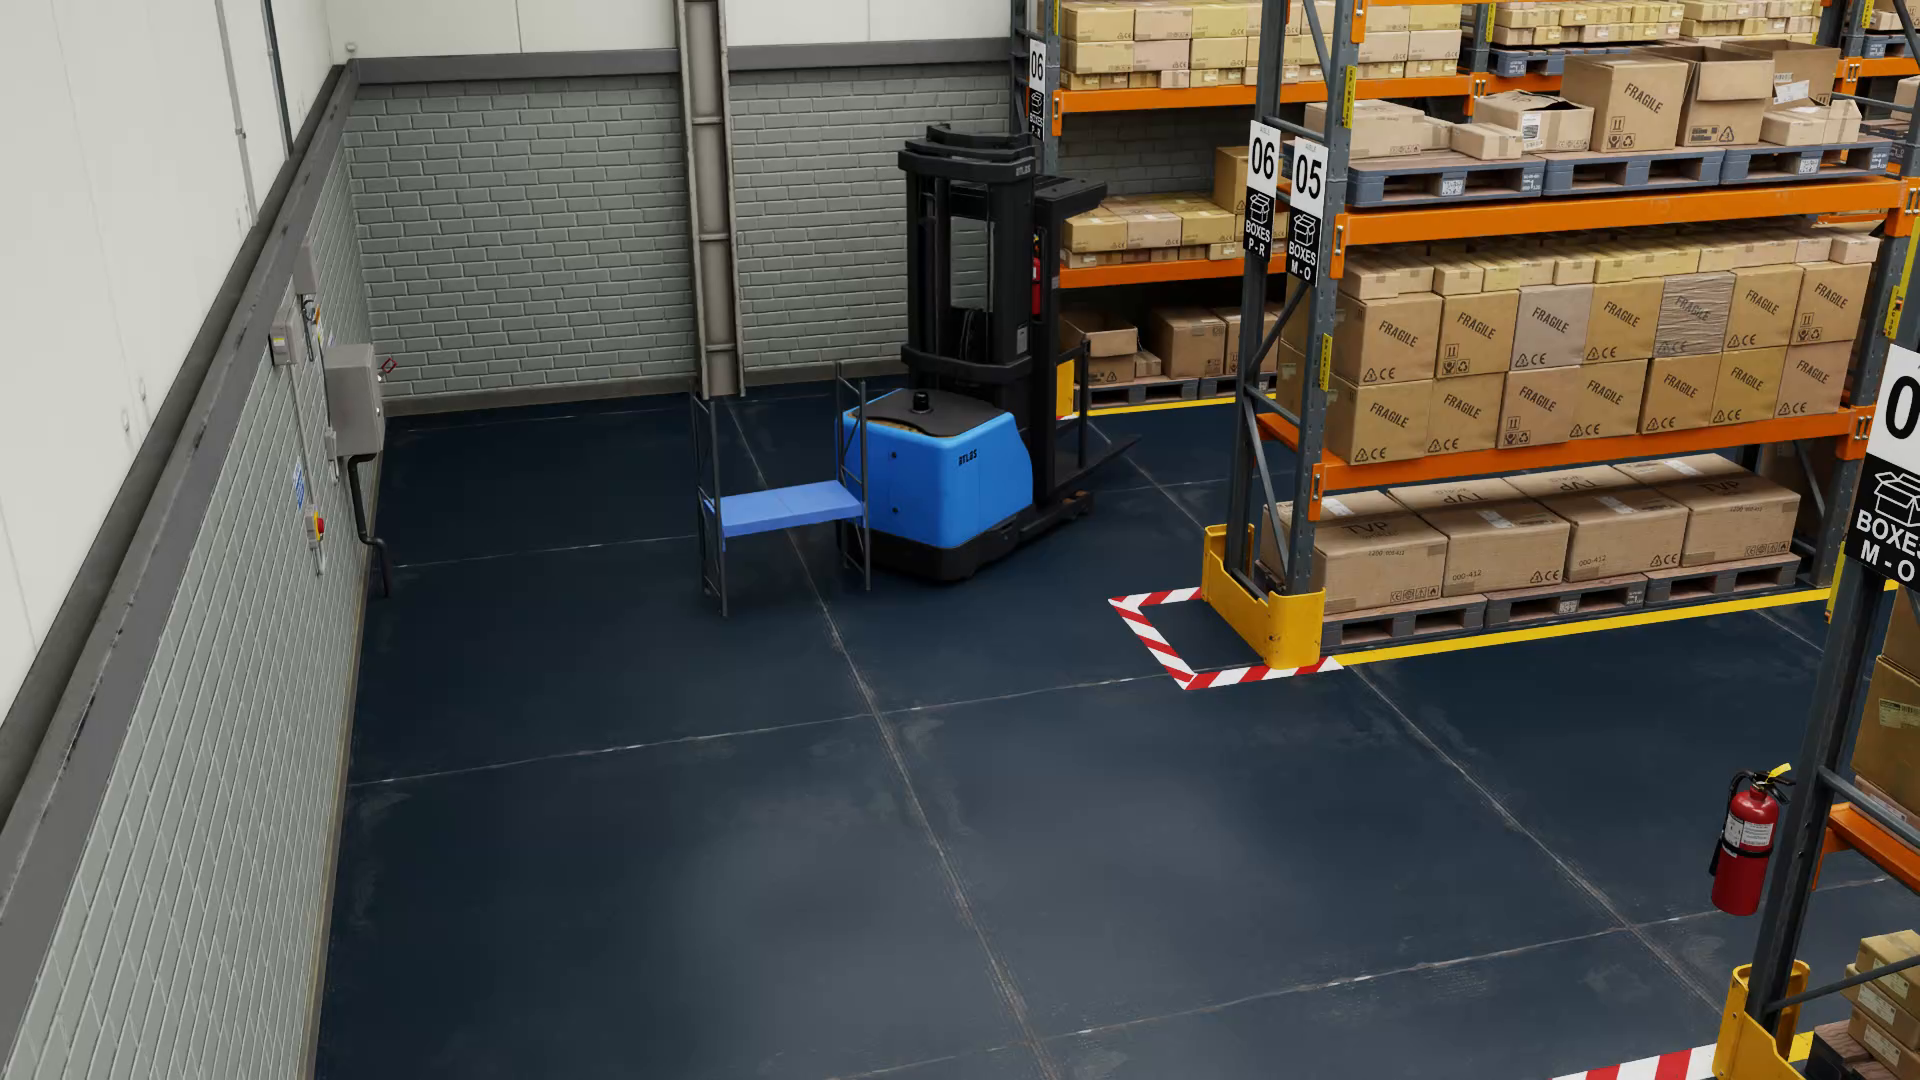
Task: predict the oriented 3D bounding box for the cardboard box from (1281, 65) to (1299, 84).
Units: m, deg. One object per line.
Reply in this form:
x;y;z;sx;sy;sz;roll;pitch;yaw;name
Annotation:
2.741;-4.053;14.407;0.250;0.149;0.380;-6;24;-13;cardboard box

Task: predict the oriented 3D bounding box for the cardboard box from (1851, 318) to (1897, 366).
6.326;-1.332;11.107;0.500;0.250;0.500;-7;24;-16;cardboard box

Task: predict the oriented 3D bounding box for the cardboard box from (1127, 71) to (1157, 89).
1.497;-3.957;14.183;0.250;0.149;0.380;-6;24;-14;cardboard box

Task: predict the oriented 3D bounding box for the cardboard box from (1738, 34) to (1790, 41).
7.421;-4.651;15.671;0.500;0.250;0.500;-6;24;-14;cardboard box

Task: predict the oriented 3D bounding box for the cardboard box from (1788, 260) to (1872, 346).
5.446;-1.582;10.738;0.500;0.500;0.500;-7;24;-15;cardboard box

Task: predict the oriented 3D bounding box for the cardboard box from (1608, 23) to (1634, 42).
5.860;-4.608;15.041;0.250;0.149;0.380;-7;24;-15;cardboard box

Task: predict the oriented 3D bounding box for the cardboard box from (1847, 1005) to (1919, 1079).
3.860;2.045;6.763;0.250;0.149;0.380;-6;24;-13;cardboard box

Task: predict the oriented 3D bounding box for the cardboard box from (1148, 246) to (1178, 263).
1.757;-2.595;14.812;0.250;0.149;0.380;-6;24;-13;cardboard box

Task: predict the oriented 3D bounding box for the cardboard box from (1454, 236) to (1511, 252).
3.254;-1.831;10.496;0.250;0.149;0.380;-7;24;-15;cardboard box

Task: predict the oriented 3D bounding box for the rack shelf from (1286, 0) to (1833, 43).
3.900;-3.261;9.858;4.000;0.370;1.077;-6;24;-14;rack shelf

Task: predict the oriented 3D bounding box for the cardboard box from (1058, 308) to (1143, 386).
1.245;-1.765;15.192;0.637;0.503;0.797;-7;24;-16;cardboard box

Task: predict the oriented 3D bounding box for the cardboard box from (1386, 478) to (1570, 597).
3.462;-0.030;11.233;0.875;0.438;0.875;-6;24;-13;cardboard box

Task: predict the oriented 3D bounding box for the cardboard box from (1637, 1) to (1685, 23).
6.355;-4.806;15.125;0.250;0.149;0.380;-6;24;-14;cardboard box

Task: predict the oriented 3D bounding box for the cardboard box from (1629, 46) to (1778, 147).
4.536;-2.741;10.239;0.637;0.503;0.797;-4;24;-10;cardboard box

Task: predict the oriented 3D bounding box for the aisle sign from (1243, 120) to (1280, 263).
1.822;-2.110;10.067;0.004;0.787;0.394;-6;24;-14;aisle sign

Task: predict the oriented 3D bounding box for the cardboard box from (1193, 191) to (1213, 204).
2.480;-3.068;15.410;0.500;0.250;0.500;-6;24;-14;cardboard box

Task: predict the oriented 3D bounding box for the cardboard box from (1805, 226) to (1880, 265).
5.616;-1.882;10.614;0.250;0.149;0.380;-7;24;-15;cardboard box

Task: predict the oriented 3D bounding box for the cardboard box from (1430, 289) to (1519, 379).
3.009;-1.312;10.108;0.500;0.500;0.500;-7;24;-16;cardboard box

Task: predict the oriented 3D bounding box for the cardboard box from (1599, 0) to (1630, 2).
5.997;-4.949;15.458;0.250;0.149;0.380;-6;24;-14;cardboard box

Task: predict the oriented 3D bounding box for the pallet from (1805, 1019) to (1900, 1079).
4.274;2.263;6.708;1.213;0.211;1.003;-6;24;-14;pallet

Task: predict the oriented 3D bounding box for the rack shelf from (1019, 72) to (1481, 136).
2.556;-3.951;14.761;4.000;0.370;1.077;-6;24;-14;rack shelf

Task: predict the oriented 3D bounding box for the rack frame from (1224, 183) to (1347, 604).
1.975;-0.806;10.324;0.127;3.000;1.000;-6;24;-14;rack frame

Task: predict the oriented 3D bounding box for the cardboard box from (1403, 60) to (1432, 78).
3.979;-4.203;14.757;0.250;0.149;0.380;-6;24;-14;cardboard box

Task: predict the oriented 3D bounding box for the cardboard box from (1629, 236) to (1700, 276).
4.368;-1.769;10.352;0.250;0.149;0.380;-7;24;-15;cardboard box

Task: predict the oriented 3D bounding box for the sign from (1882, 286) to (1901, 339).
5.977;-1.455;10.640;0.005;0.325;0.100;-6;24;-14;sign

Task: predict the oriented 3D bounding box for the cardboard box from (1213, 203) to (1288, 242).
2.599;-2.875;14.960;0.500;0.250;0.500;-7;24;-16;cardboard box

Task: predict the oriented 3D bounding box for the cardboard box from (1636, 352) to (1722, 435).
4.475;-1.015;10.685;0.500;0.500;0.500;-7;24;-15;cardboard box

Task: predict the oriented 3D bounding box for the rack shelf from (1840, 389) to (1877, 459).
7.752;-1.114;11.955;4.000;0.370;1.077;-6;24;-14;rack shelf

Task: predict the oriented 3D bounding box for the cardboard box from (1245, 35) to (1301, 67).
2.603;-4.255;14.372;0.500;0.250;0.500;-7;24;-15;cardboard box

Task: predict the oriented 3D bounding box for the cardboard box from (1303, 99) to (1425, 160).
2.384;-2.436;9.850;0.500;0.250;0.500;-9;25;-19;cardboard box

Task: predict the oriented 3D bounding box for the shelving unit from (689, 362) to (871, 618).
-1.195;-0.346;11.153;1.048;1.500;0.538;-10;25;-22;shelving unit

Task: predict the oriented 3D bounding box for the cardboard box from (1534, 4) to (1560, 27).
5.125;-4.675;14.820;0.250;0.149;0.380;-6;24;-14;cardboard box

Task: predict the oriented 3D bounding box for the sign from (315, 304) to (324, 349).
-4.059;-1.346;10.535;0.001;0.242;0.339;-6;24;-14;sign

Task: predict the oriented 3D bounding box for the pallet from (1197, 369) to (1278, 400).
2.643;-1.630;15.782;1.213;0.211;1.003;-6;24;-14;pallet

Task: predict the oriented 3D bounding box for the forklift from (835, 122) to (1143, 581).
0.367;-1.592;12.243;1.130;2.935;3.031;15;28;32;forklift

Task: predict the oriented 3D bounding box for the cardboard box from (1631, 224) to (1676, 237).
4.455;-2.003;10.897;0.250;0.149;0.380;-7;24;-16;cardboard box

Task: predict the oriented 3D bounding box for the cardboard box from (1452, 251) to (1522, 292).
3.154;-1.616;9.994;0.250;0.149;0.380;-7;24;-16;cardboard box

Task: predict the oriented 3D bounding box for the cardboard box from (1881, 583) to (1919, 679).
3.783;0.278;6.027;0.500;0.500;0.500;-7;24;-15;cardboard box

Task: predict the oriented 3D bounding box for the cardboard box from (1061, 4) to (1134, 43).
1.125;-4.318;13.883;0.500;0.250;0.500;-7;24;-15;cardboard box

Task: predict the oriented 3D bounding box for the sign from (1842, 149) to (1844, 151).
8.489;-3.833;16.010;0.005;0.325;0.100;-6;24;-14;sign

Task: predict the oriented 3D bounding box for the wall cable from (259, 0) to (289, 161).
-3.626;-3.136;8.145;0.029;3.000;2.355;-6;24;-14;wall cable

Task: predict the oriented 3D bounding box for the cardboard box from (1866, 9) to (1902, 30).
8.751;-4.974;15.870;0.250;0.166;0.380;-6;24;-14;cardboard box

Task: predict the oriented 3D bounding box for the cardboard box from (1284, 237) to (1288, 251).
2.977;-2.757;15.190;0.250;0.149;0.380;-6;24;-14;cardboard box

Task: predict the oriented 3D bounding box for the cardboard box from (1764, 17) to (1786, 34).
7.542;-4.867;15.669;0.250;0.149;0.380;-6;24;-13;cardboard box

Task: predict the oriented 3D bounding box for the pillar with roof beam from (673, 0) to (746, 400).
-1.046;-3.867;9.851;0.400;9.000;9.100;-6;24;-14;pillar with roof beam

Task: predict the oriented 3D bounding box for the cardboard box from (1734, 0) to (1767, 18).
7.301;-4.976;15.546;0.250;0.149;0.380;-7;24;-15;cardboard box

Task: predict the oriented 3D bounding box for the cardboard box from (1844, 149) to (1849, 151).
8.719;-3.808;16.371;0.250;0.149;0.380;-6;24;-13;cardboard box

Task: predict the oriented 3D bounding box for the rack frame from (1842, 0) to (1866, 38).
8.333;-6.299;15.518;0.127;3.000;1.000;-6;24;-14;rack frame

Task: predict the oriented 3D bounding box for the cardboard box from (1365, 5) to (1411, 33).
3.575;-4.589;14.516;0.500;0.250;0.500;-7;24;-15;cardboard box

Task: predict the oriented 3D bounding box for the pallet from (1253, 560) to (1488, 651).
2.723;0.361;11.141;1.213;0.211;1.003;-6;24;-14;pallet
